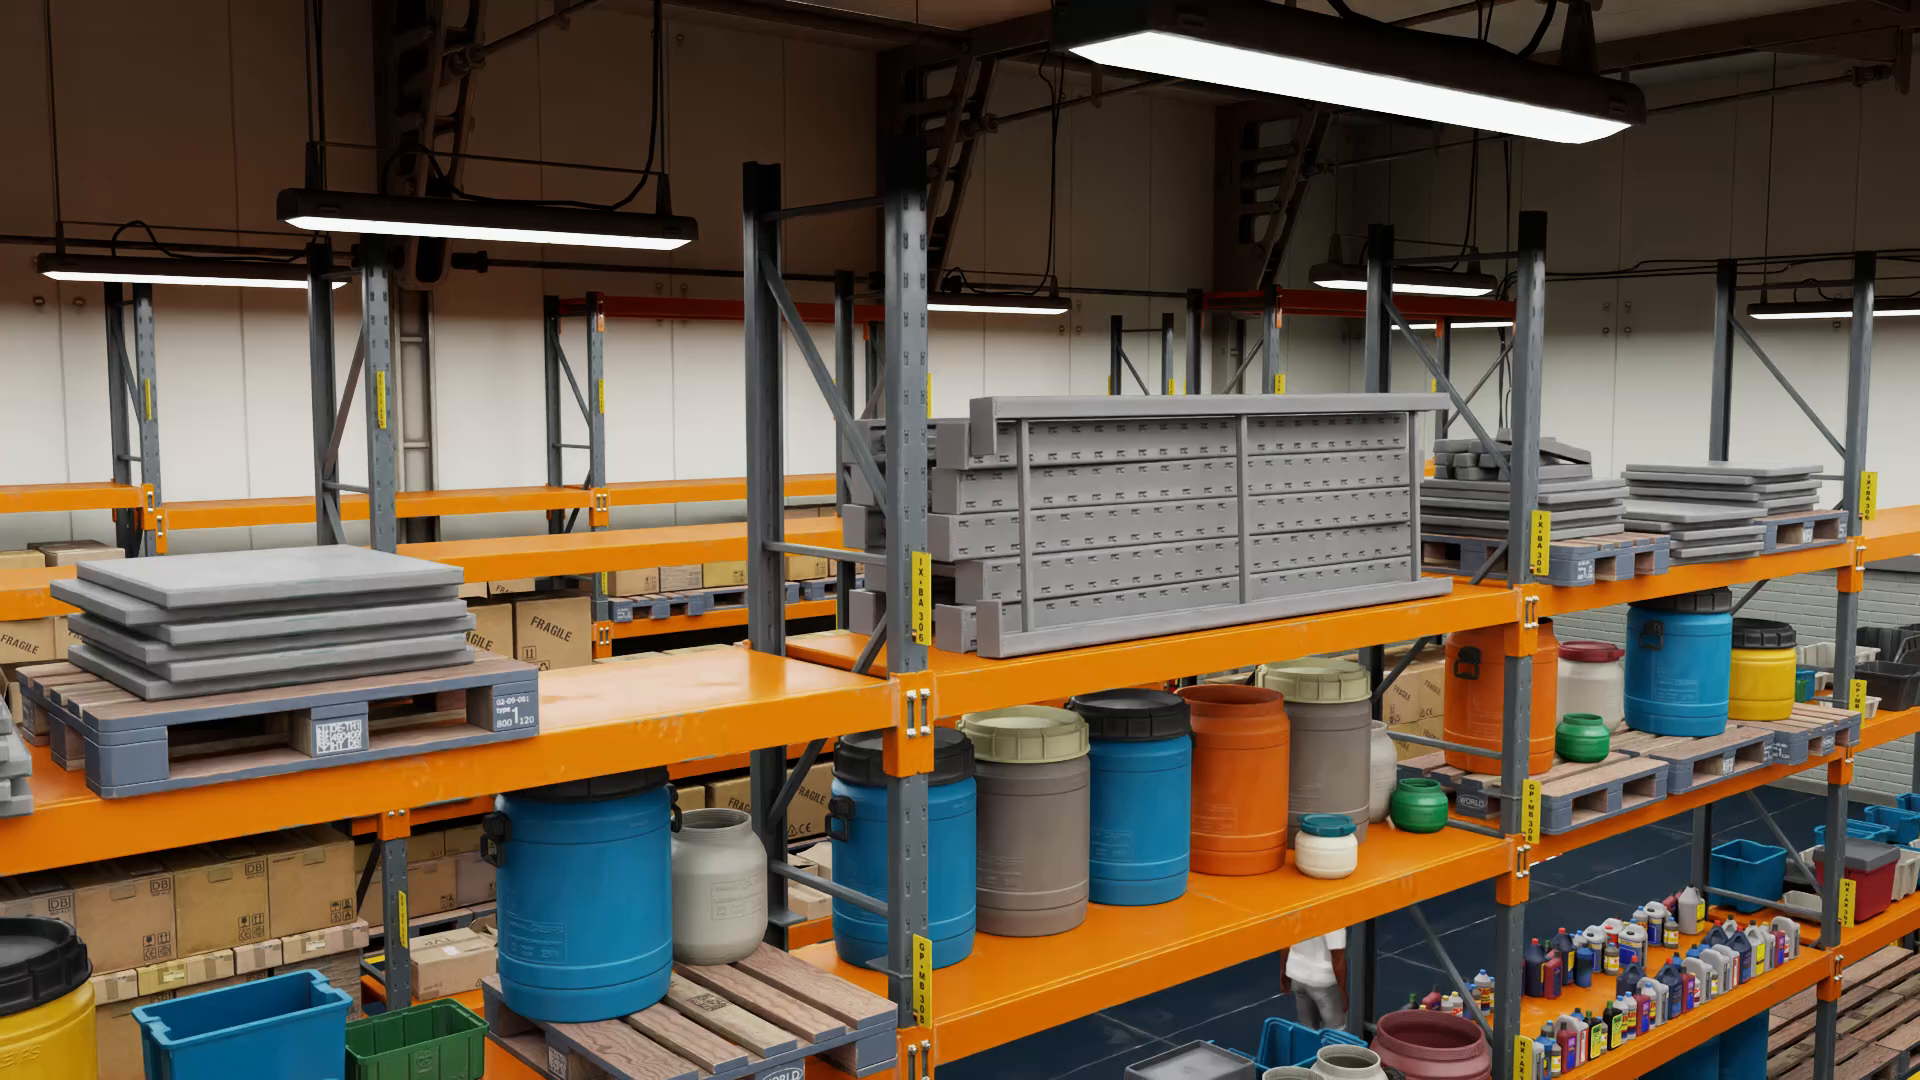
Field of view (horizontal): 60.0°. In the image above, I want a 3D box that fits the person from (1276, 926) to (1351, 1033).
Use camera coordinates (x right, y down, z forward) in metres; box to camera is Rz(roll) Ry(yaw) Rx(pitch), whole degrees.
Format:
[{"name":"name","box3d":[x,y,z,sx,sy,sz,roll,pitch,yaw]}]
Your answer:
[{"name":"person","box3d":[2.535,3.150,11.908,0.524,1.765,0.586,-5,8,-43]}]
